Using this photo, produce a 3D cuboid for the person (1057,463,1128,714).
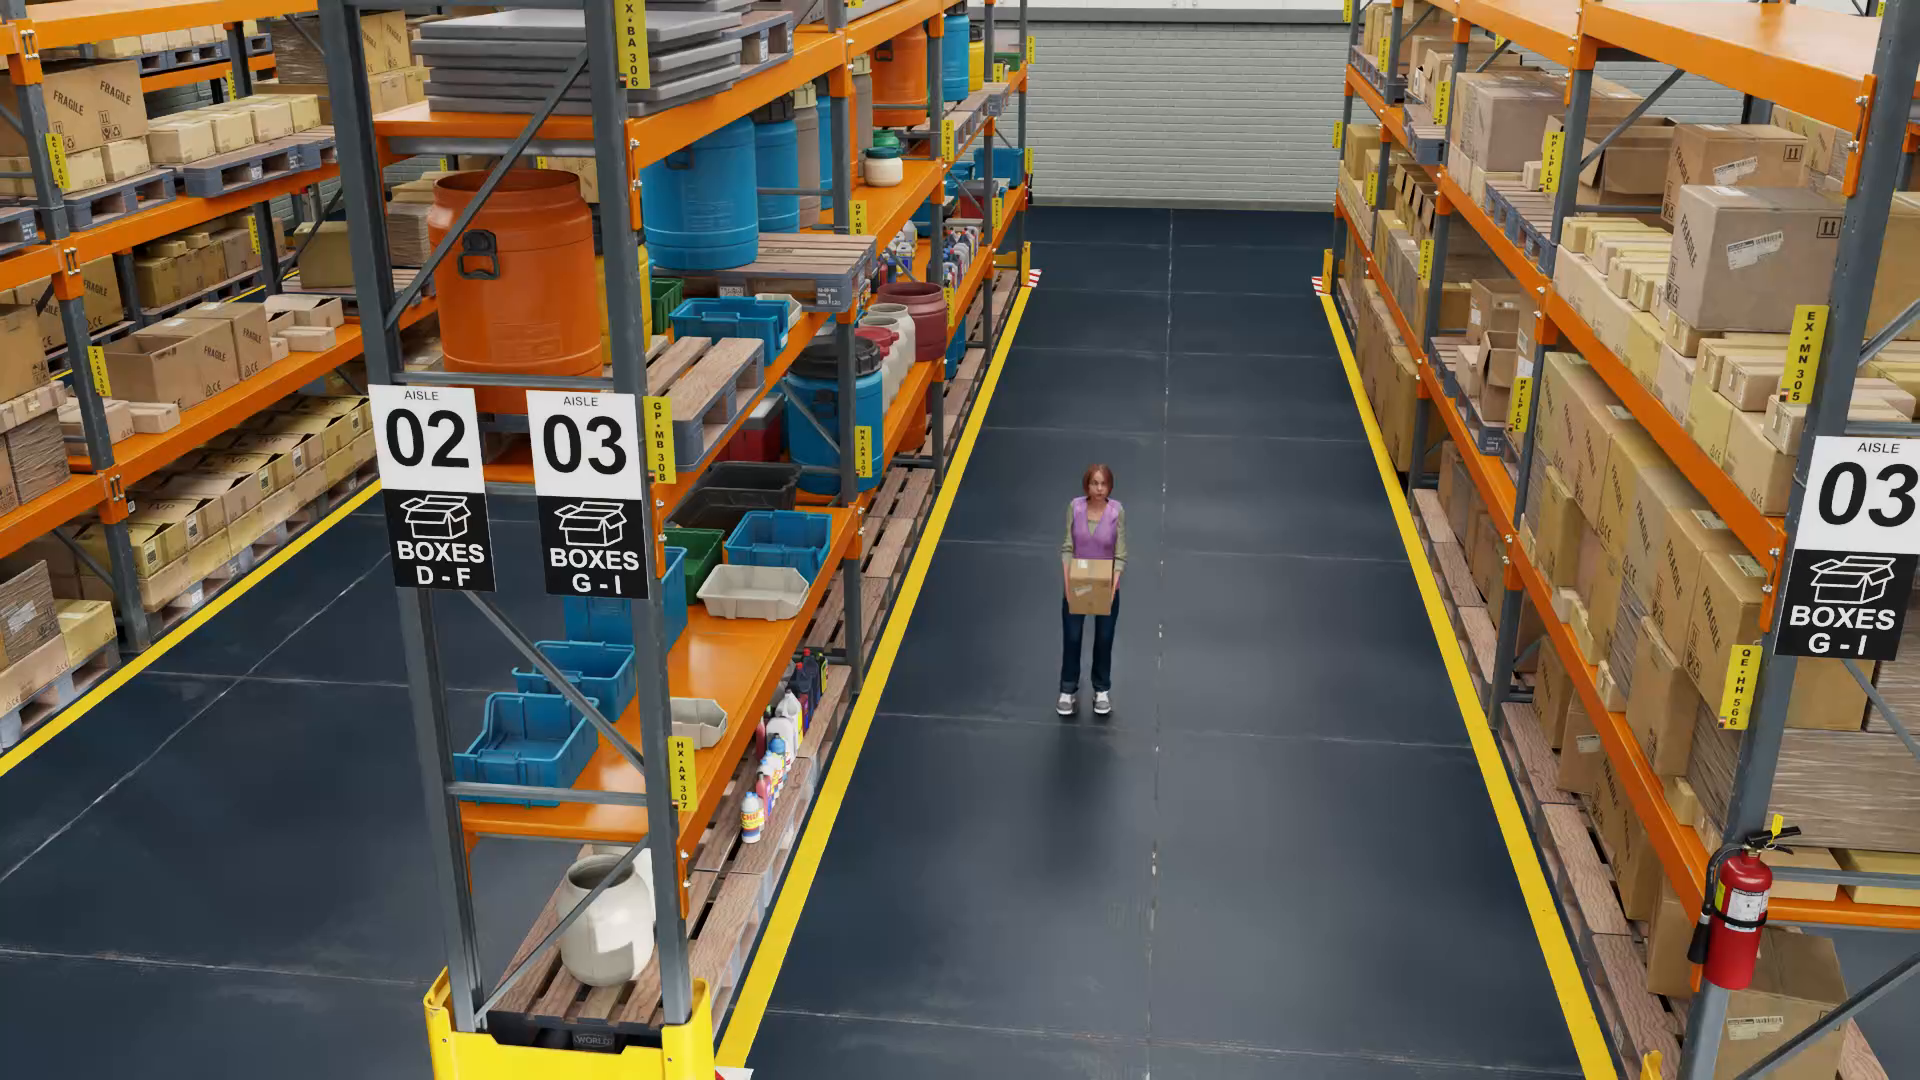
[{"bbox_3d":[0.821,0.325,10.265,0.414,1.599,0.473,2,22,6],"label":"person"}]
